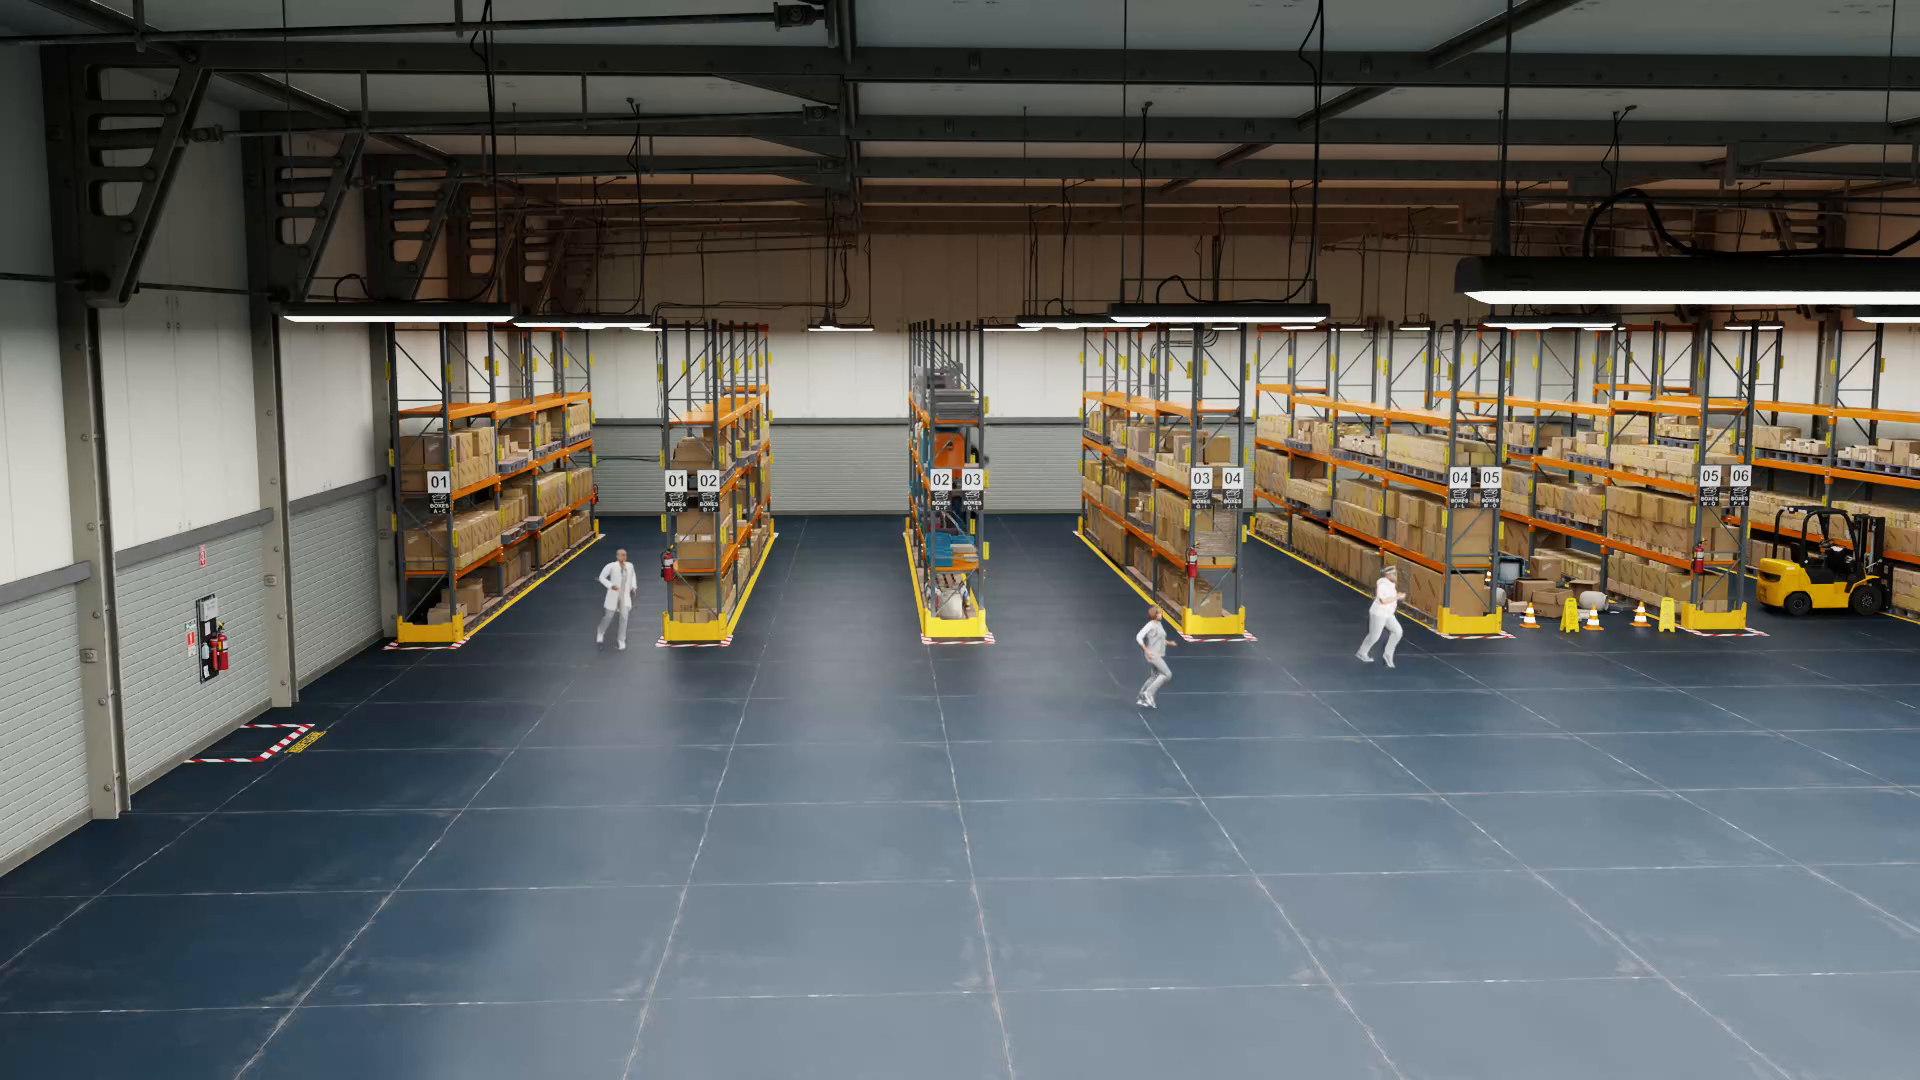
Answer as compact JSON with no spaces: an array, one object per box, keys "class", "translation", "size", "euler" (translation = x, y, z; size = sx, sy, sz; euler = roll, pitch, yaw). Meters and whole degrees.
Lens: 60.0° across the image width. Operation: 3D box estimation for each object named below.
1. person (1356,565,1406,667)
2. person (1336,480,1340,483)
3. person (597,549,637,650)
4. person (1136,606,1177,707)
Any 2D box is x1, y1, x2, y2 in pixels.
[{"class":"person","translation":[7.288,1.328,28.749],"size":[0.867,1.833,0.636],"euler":[5,9,37]},{"class":"person","translation":[10.457,-0.808,46.000],"size":[0.674,1.697,0.914],"euler":[-1,7,-6]},{"class":"person","translation":[-6.273,1.062,30.682],"size":[0.764,1.785,0.998],"euler":[-4,8,-31]},{"class":"person","translation":[3.011,1.794,25.465],"size":[0.621,1.566,0.513],"euler":[3,8,21]}]
